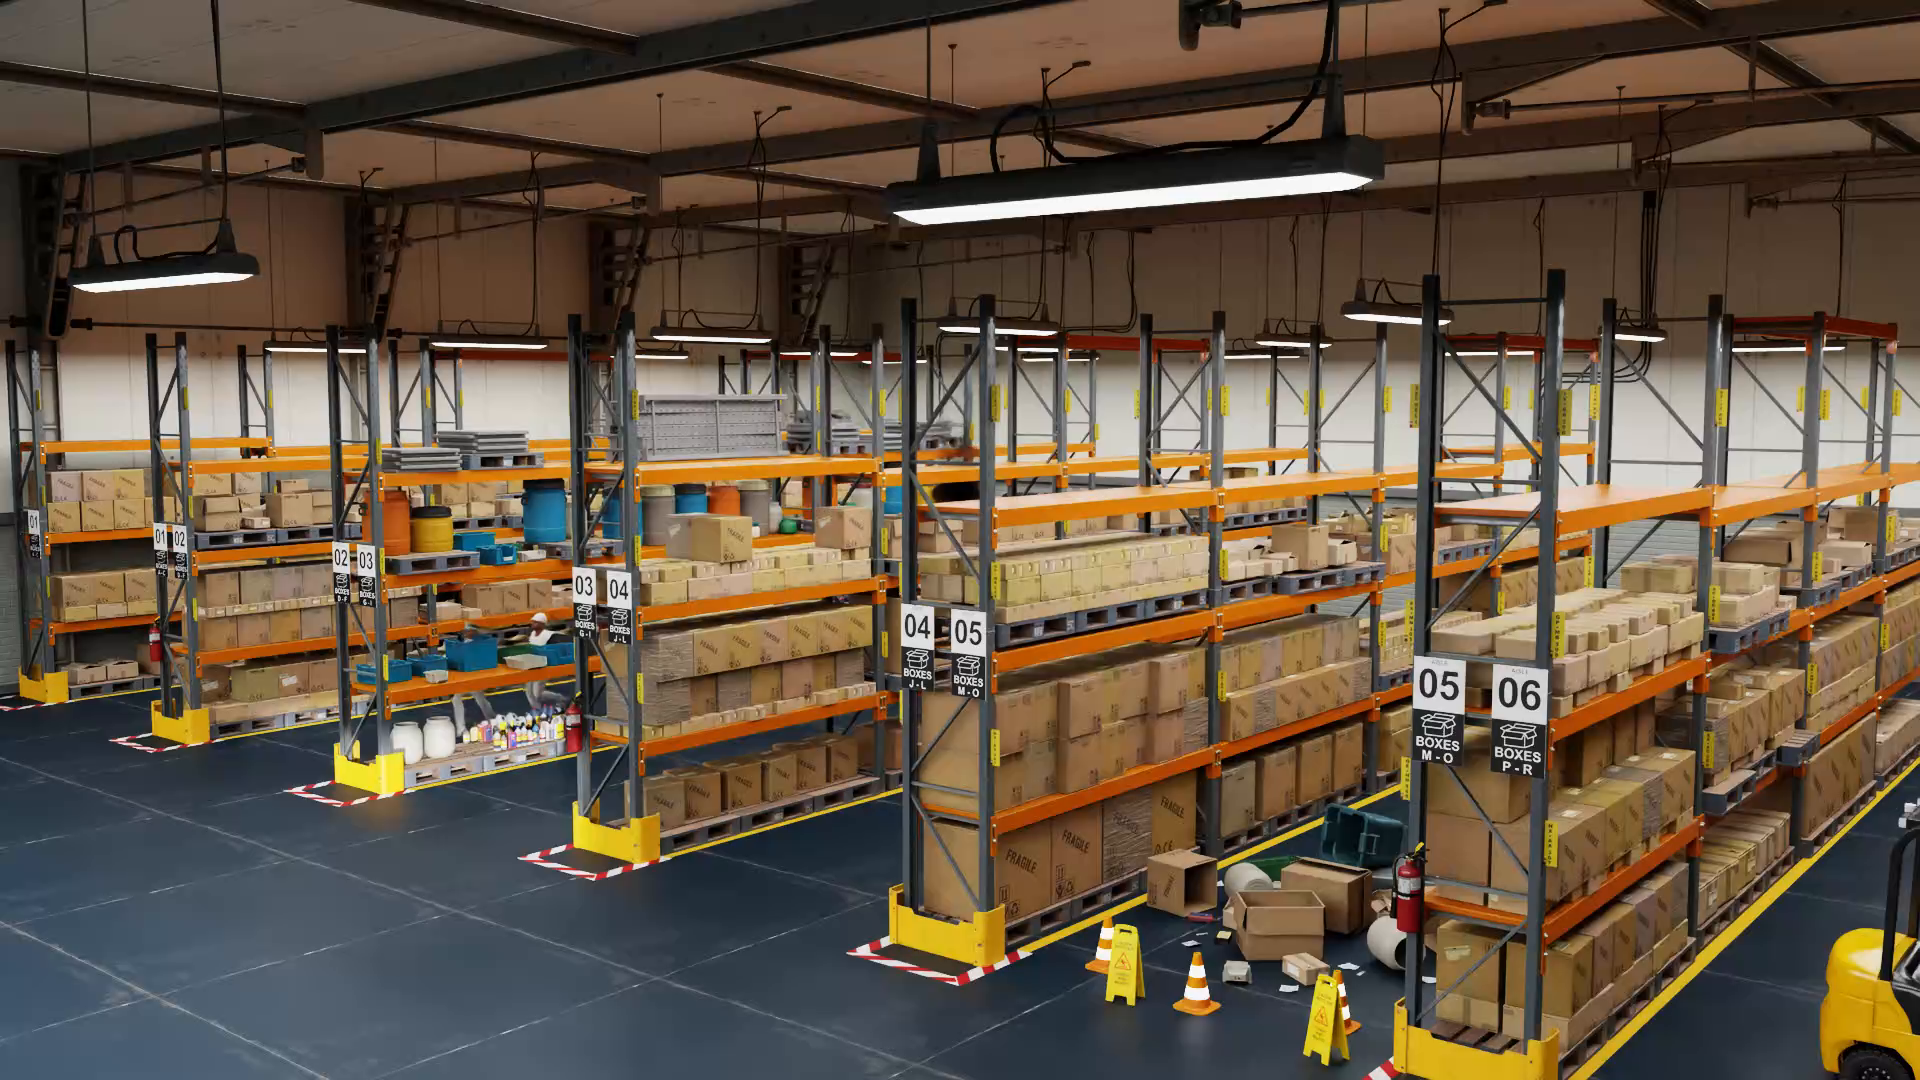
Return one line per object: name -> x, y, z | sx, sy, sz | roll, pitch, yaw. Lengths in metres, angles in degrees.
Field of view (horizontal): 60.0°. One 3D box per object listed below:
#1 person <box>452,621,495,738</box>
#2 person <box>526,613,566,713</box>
person -> -7.328, 2.077, 24.965 | 0.547, 1.756, 0.777 | 3, 6, 27
person -> -6.475, 1.981, 25.867 | 0.749, 1.723, 0.622 | 5, 7, 41
